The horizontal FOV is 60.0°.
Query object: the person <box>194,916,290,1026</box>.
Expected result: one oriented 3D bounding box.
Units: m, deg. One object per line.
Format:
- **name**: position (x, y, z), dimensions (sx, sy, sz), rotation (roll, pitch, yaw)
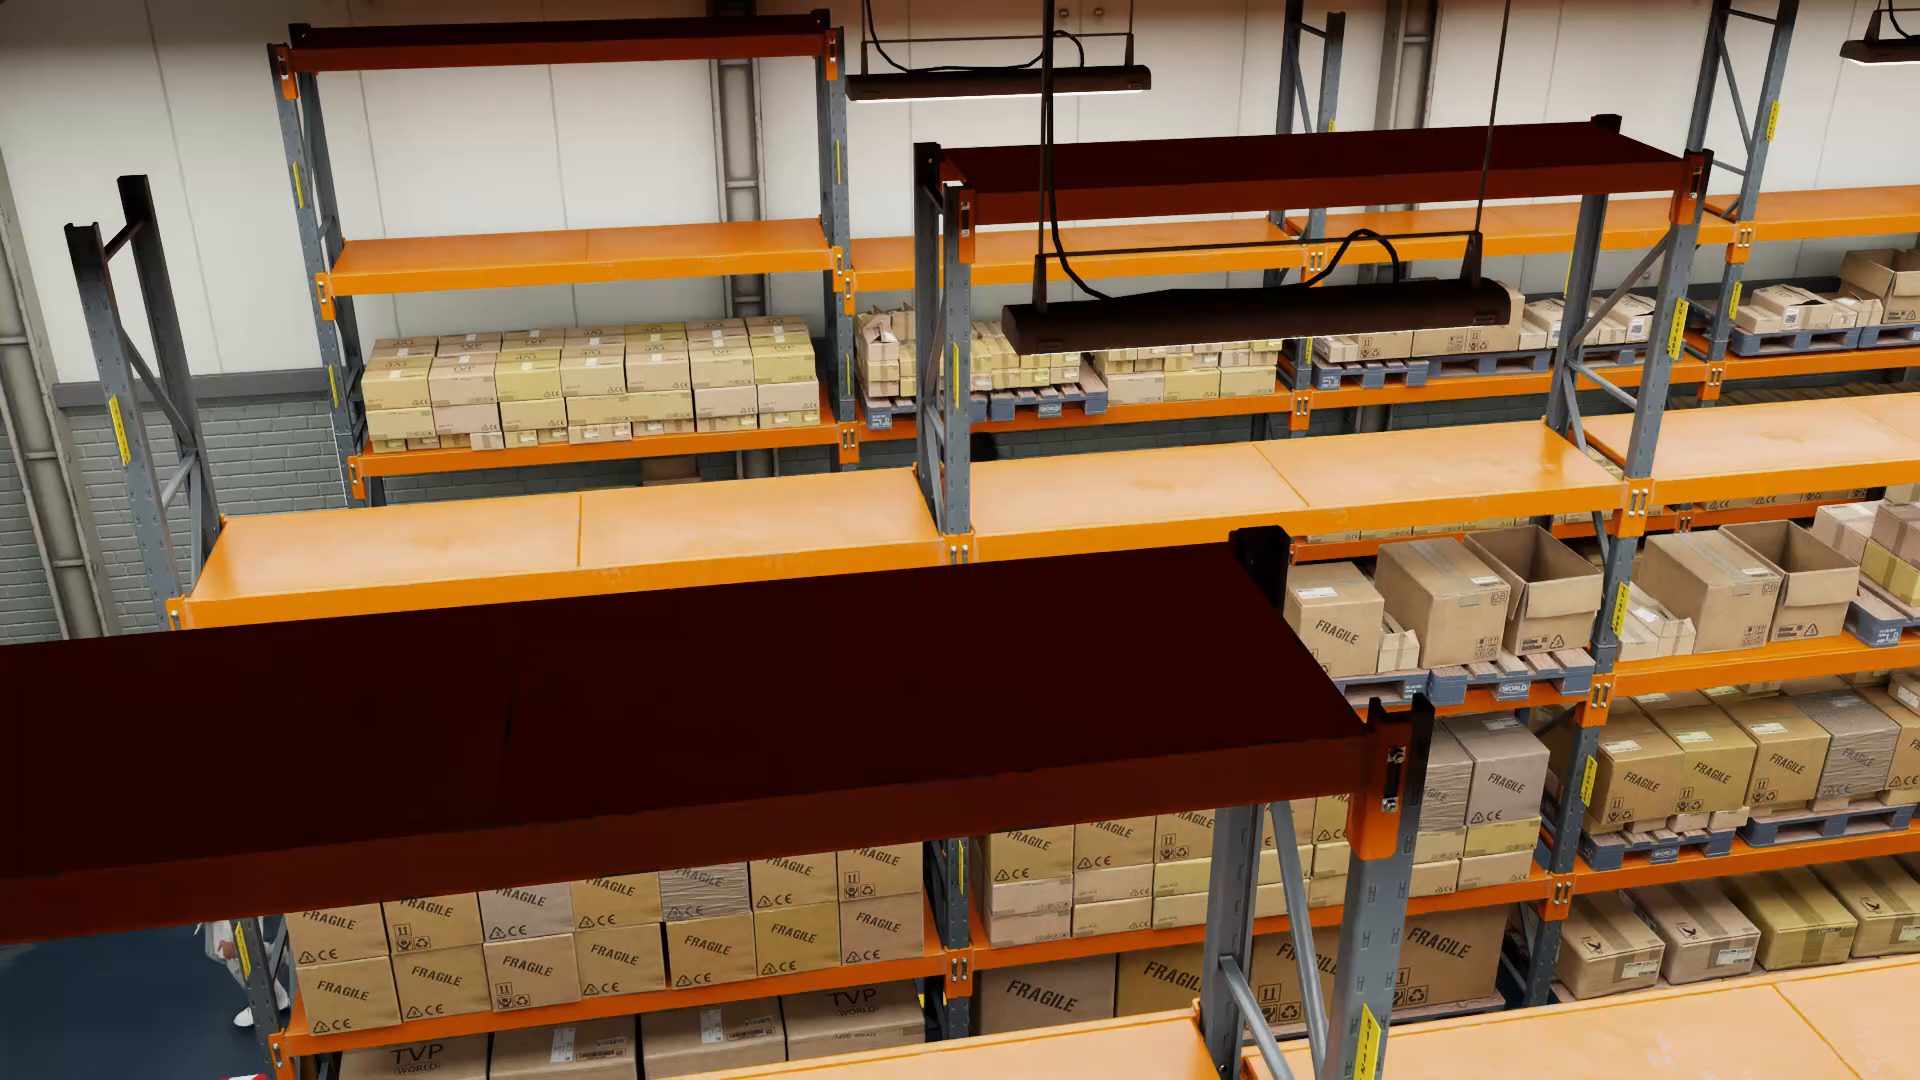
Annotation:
- **person**: position (-4.800, 2.468, 11.122), dimensions (0.604, 1.760, 0.674), rotation (-20, 32, -35)
